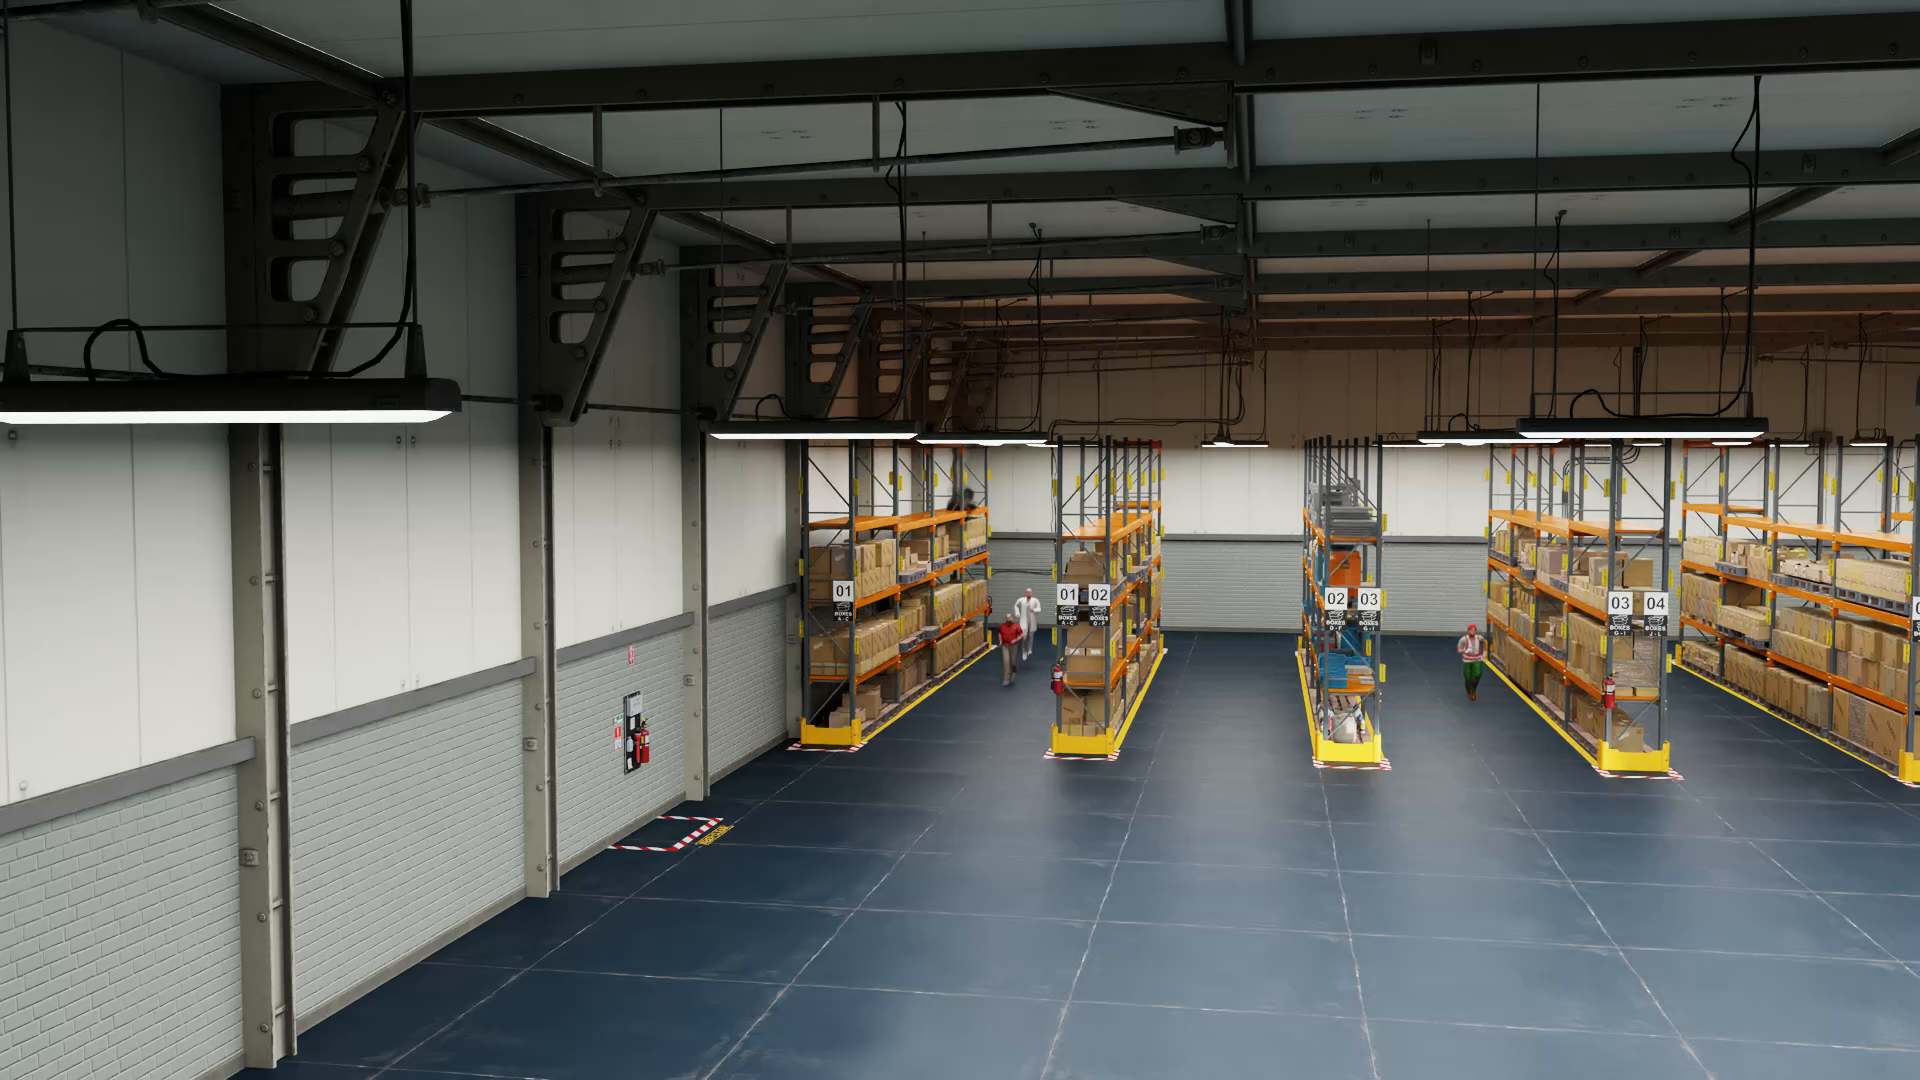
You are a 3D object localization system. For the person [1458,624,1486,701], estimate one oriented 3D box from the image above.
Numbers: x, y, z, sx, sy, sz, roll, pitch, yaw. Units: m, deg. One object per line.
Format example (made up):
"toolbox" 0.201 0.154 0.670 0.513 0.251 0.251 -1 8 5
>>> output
"person" 11.668 2.777 37.855 0.697 1.747 0.809 0 3 4

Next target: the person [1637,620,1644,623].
"person" 17.714 2.500 43.257 0.682 1.816 0.871 1 3 13

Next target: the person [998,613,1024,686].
"person" 1.232 2.643 40.588 0.653 1.727 0.890 1 3 10

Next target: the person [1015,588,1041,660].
"person" 1.795 2.240 43.872 0.674 1.841 0.792 0 3 -3
